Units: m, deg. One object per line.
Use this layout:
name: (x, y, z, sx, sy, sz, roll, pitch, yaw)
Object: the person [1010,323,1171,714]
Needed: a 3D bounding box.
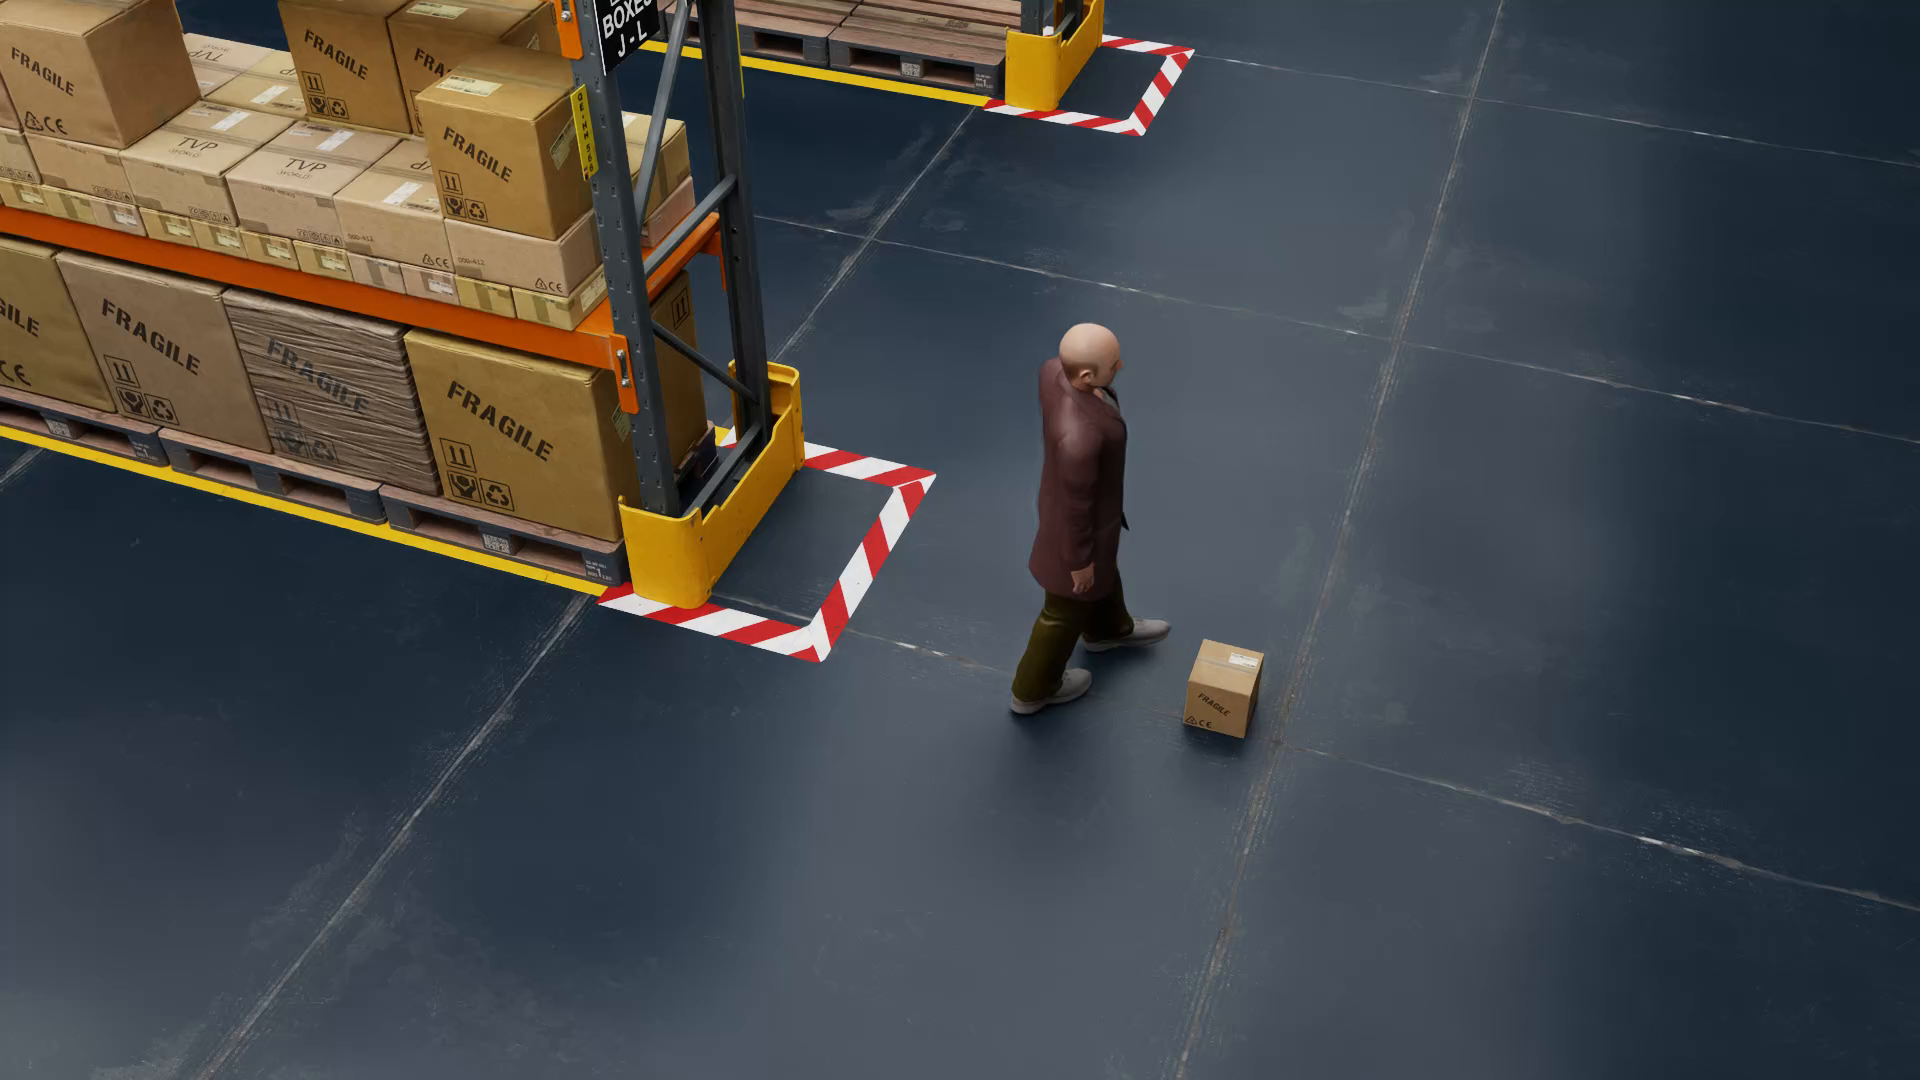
person: (0.542, -0.095, 6.273, 0.722, 1.775, 0.599, -5, 41, -5)
